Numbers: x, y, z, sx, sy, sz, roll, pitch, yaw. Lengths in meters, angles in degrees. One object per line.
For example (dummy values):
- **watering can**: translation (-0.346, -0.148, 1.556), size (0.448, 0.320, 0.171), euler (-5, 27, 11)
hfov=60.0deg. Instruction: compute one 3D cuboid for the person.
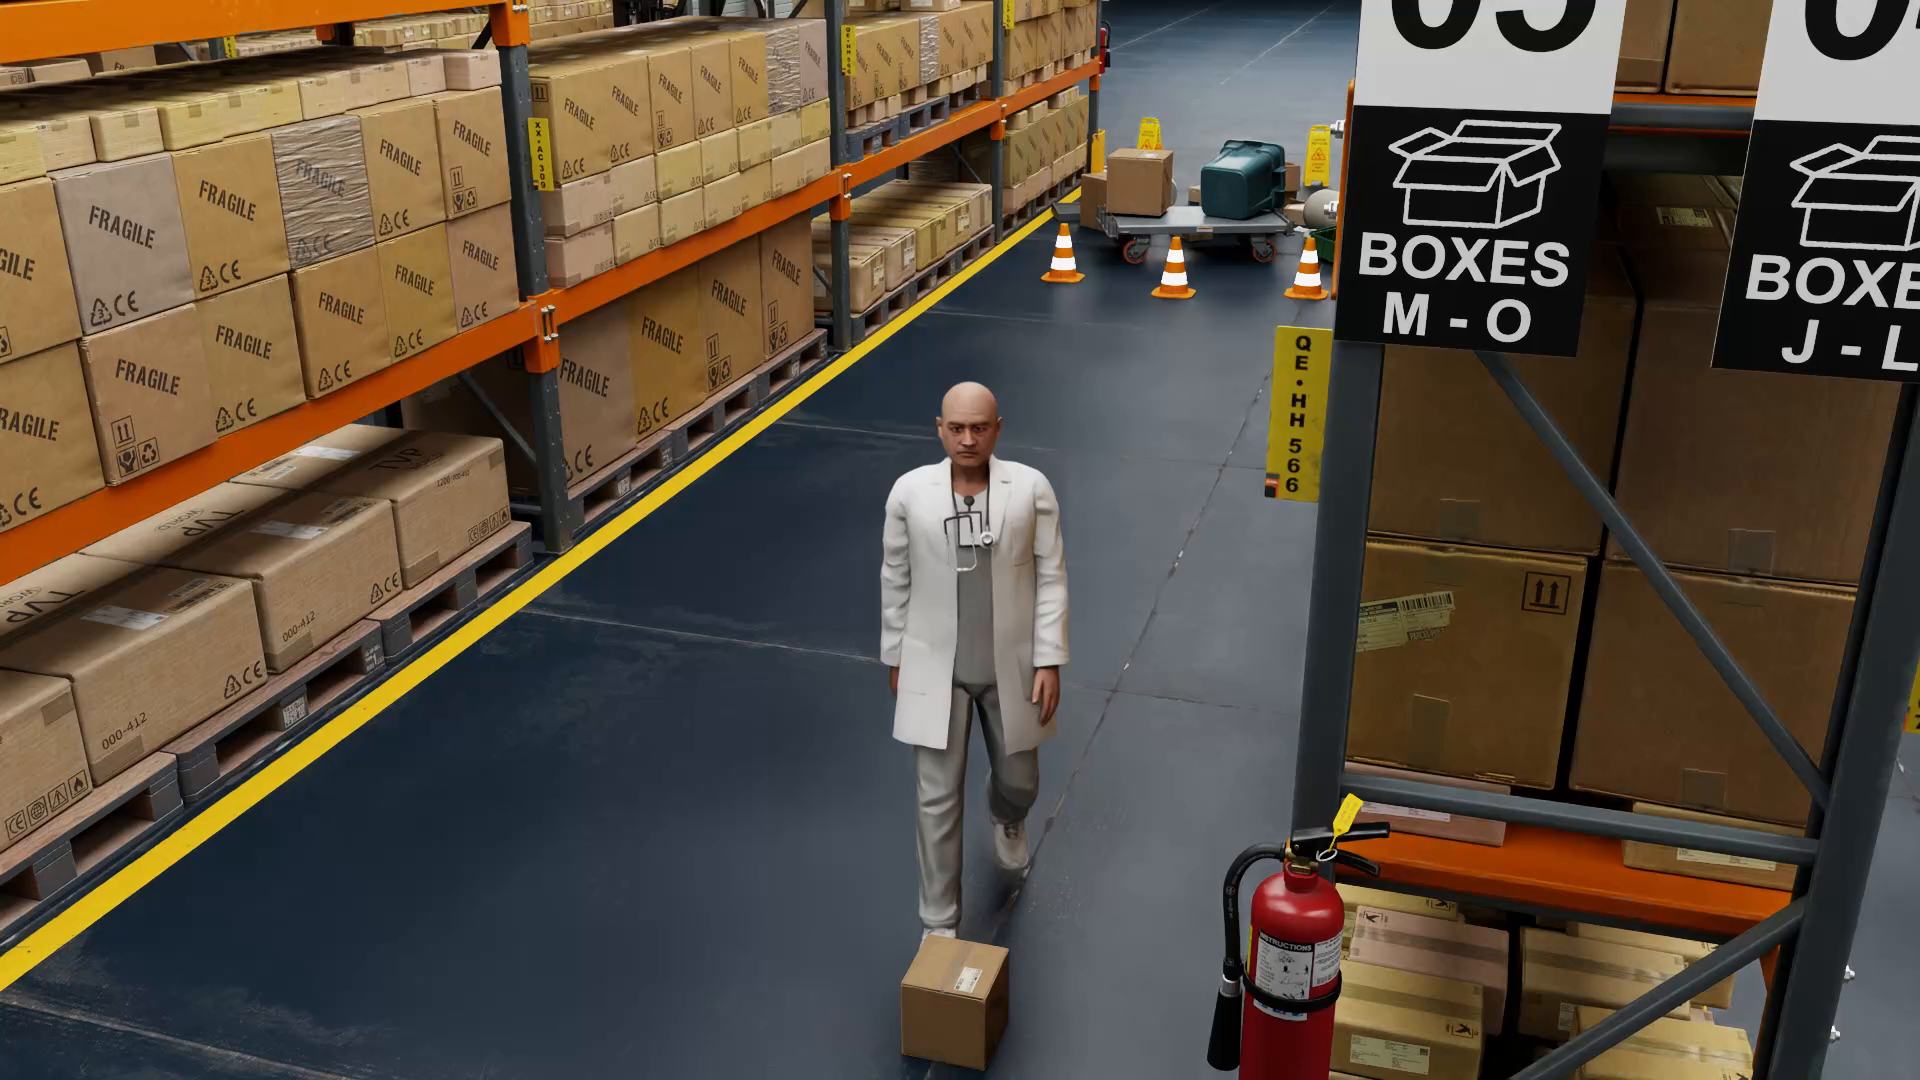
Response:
- **person**: translation (0.044, 0.391, 5.120), size (0.581, 1.748, 0.909), euler (-1, 22, -2)
